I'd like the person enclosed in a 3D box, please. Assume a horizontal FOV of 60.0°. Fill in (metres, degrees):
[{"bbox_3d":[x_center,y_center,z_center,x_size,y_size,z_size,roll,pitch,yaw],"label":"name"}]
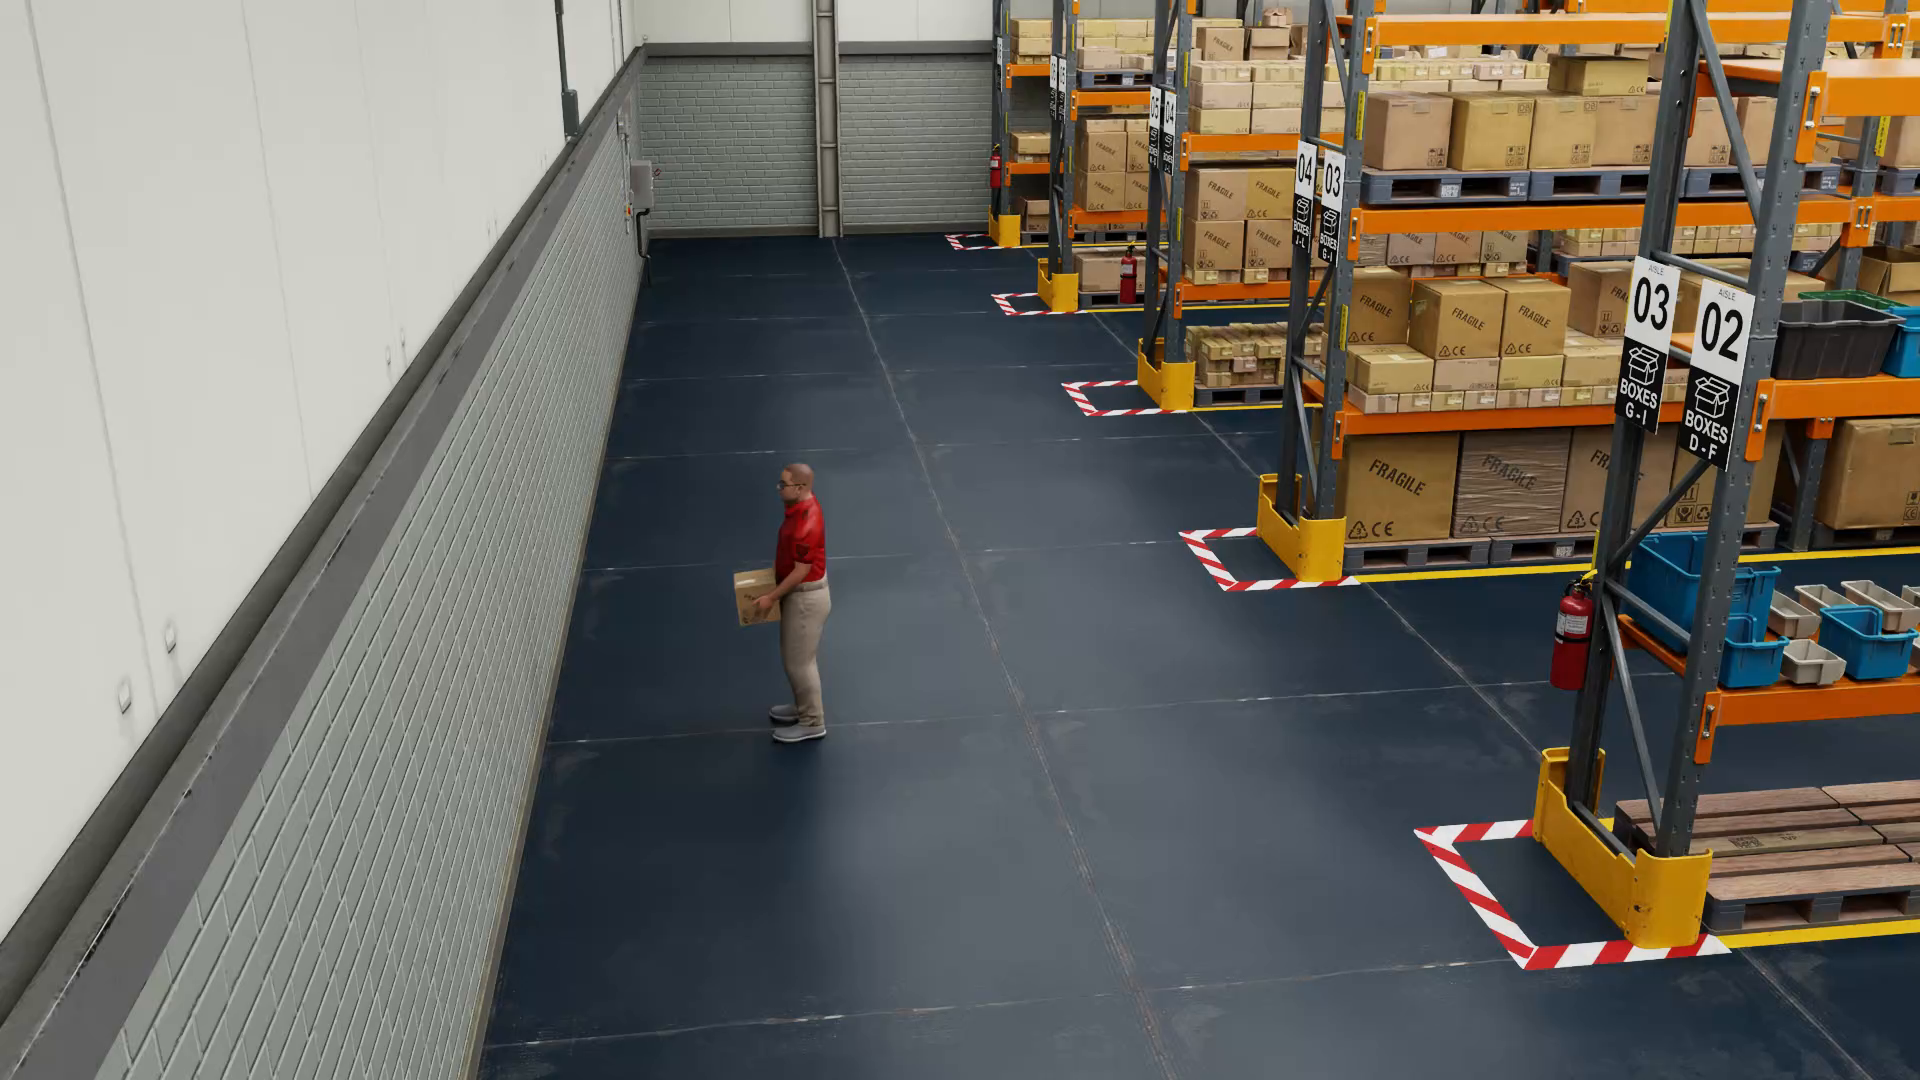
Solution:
[{"bbox_3d":[-1.028,0.363,10.078,0.483,1.733,0.530,-3,20,-8],"label":"person"}]
